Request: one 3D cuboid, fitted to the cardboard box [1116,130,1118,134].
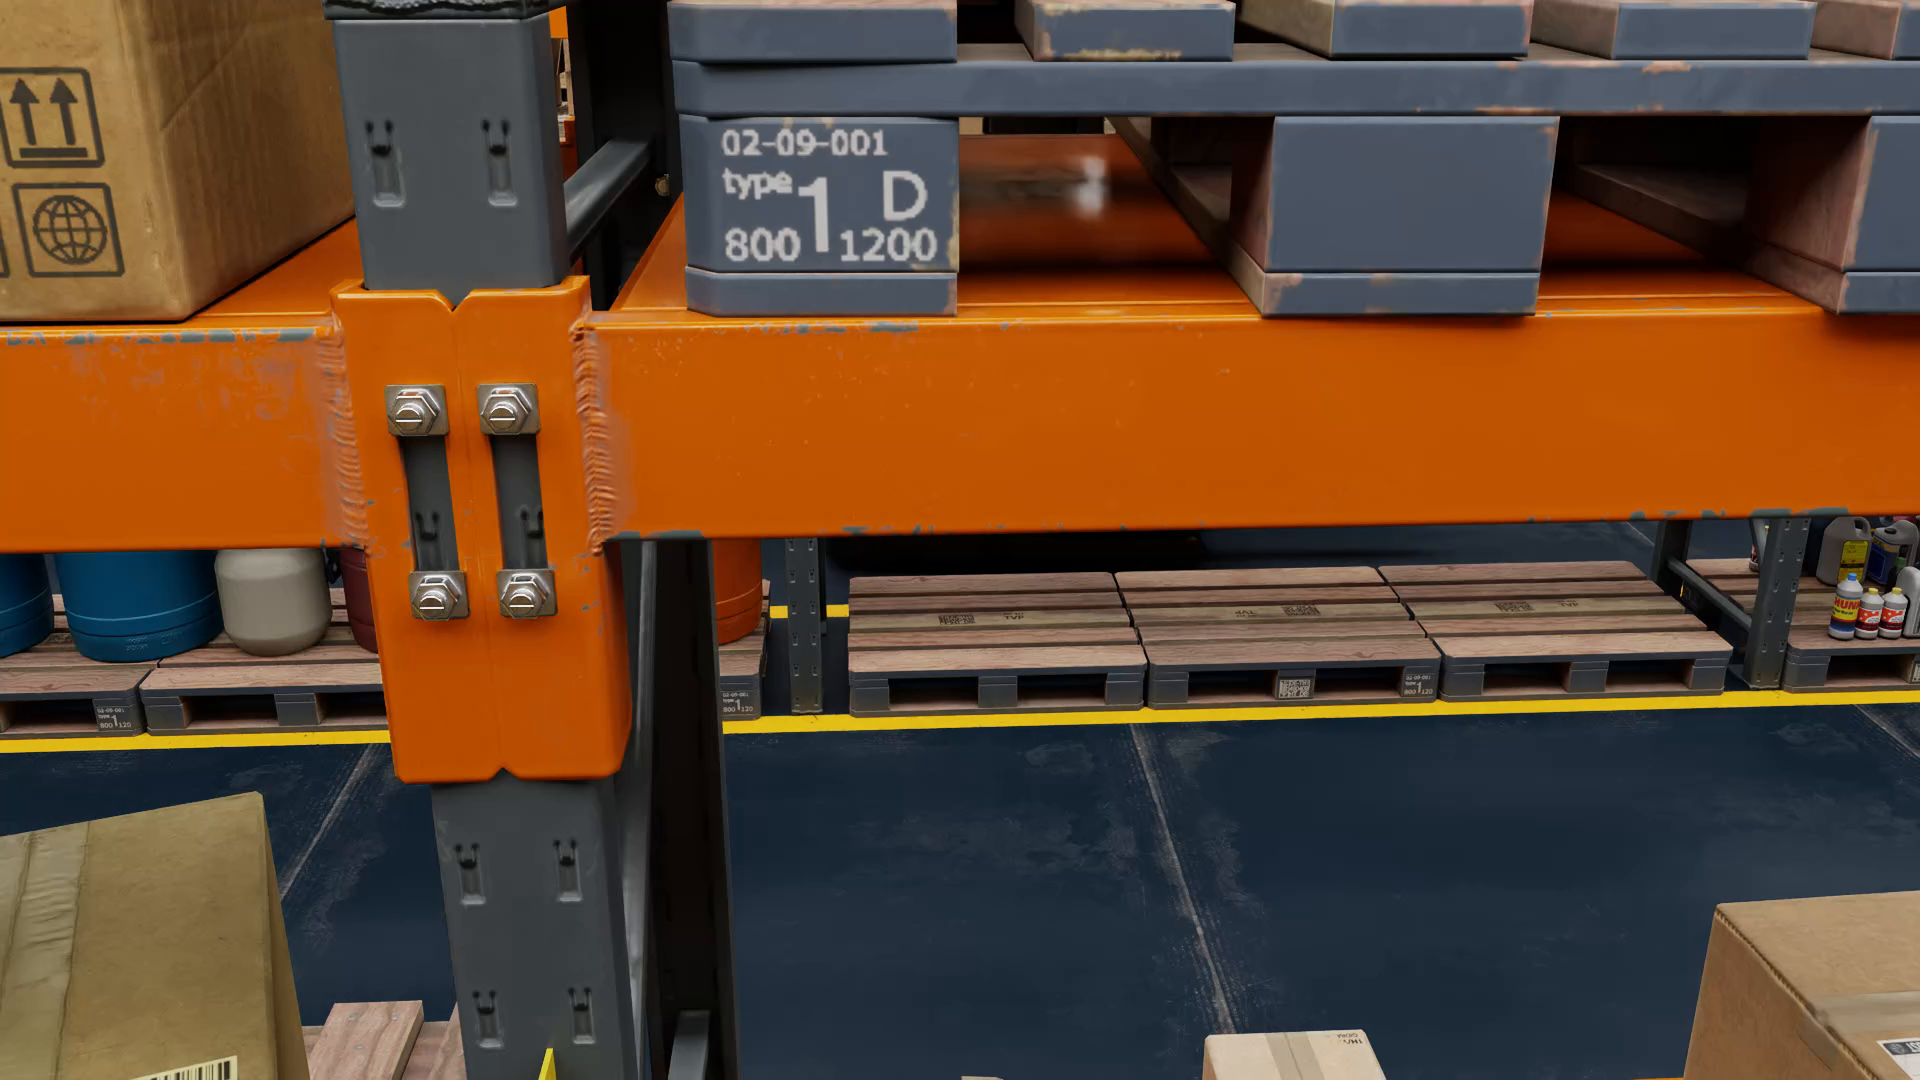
[{"bbox_3d":[1.336,-2.886,11.249,0.637,0.503,0.797,1,21,2],"label":"cardboard box"}]

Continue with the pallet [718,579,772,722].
[{"bbox_3d":[-1.434,0.466,7.101,1.213,0.211,1.003,-1,21,-3],"label":"pallet"}]

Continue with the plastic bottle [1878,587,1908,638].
[{"bbox_3d":[3.890,0.298,6.938,0.097,0.201,0.097,0,21,0],"label":"plastic bottle"}]

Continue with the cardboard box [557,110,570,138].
[{"bbox_3d":[-2.427,-2.557,10.980,0.500,0.500,0.500,-2,21,-5],"label":"cardboard box"}]

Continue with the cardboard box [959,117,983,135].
[{"bbox_3d":[0.156,-2.943,11.404,0.500,0.500,0.700,2,21,5],"label":"cardboard box"}]

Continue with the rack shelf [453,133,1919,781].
[{"bbox_3d":[1.626,-0.215,1.765,4.000,0.370,1.077,-1,21,-3],"label":"rack shelf"}]

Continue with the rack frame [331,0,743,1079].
[{"bbox_3d":[-0.371,0.891,2.064,0.127,3.000,1.000,-1,21,-3],"label":"rack frame"}]

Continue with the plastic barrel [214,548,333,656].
[{"bbox_3d":[-2.823,0.180,6.838,0.421,0.512,0.421,0,21,0],"label":"plastic barrel"}]

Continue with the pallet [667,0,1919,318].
[{"bbox_3d":[0.302,-0.468,1.684,1.003,0.211,1.213,0,21,-1],"label":"pallet"}]

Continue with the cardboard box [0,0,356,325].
[{"bbox_3d":[-0.804,-0.536,1.458,0.500,0.500,0.910,-1,21,-3],"label":"cardboard box"}]

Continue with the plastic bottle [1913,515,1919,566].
[{"bbox_3d":[4.484,-0.043,7.623,0.185,0.351,0.144,-1,21,-3],"label":"plastic bottle"}]

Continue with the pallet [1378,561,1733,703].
[{"bbox_3d":[2.562,0.383,7.318,1.213,0.211,1.003,-1,21,-3],"label":"pallet"}]

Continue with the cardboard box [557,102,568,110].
[{"bbox_3d":[-2.958,-2.729,11.432,0.500,0.500,0.500,-1,21,-3],"label":"cardboard box"}]

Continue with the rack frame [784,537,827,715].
[{"bbox_3d":[-0.650,-0.868,6.686,0.127,3.000,1.000,-1,21,-3],"label":"rack frame"}]

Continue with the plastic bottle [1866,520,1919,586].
[{"bbox_3d":[4.196,0.050,7.482,0.135,0.276,0.152,-1,21,-3],"label":"plastic bottle"}]

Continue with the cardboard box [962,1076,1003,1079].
[{"bbox_3d":[-0.005,0.941,2.059,0.500,0.311,0.500,0,21,0],"label":"cardboard box"}]

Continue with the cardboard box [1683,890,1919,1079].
[{"bbox_3d":[1.304,0.805,2.151,0.500,0.500,0.500,-2,21,-6],"label":"cardboard box"}]

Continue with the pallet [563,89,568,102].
[{"bbox_3d":[-3.089,-4.247,15.831,1.213,0.211,1.003,-1,21,-3],"label":"pallet"}]

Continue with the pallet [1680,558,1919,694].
[{"bbox_3d":[4.017,0.355,7.393,1.213,0.211,1.003,-1,21,-3],"label":"pallet"}]

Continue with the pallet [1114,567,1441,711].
[{"bbox_3d":[1.341,0.409,7.250,1.213,0.211,1.003,-1,21,-3],"label":"pallet"}]

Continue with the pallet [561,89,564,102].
[{"bbox_3d":[-4.337,-4.185,15.666,1.213,0.211,1.003,-1,21,-3],"label":"pallet"}]

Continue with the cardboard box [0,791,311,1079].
[{"bbox_3d":[-0.993,0.701,1.833,0.500,0.500,0.700,-8,22,-21],"label":"cardboard box"}]

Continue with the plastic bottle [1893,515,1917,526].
[{"bbox_3d":[4.322,-0.023,7.666,0.133,0.283,0.061,0,21,1],"label":"plastic bottle"}]

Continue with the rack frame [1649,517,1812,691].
[{"bbox_3d":[3.344,-0.950,6.899,0.127,3.000,1.000,-1,21,-3],"label":"rack frame"}]

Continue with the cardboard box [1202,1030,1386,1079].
[{"bbox_3d":[0.512,0.892,2.415,0.250,0.149,0.380,-1,21,-3],"label":"cardboard box"}]

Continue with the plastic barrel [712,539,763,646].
[{"bbox_3d":[-1.137,-0.034,6.956,0.708,0.830,0.600,-1,21,-3],"label":"plastic barrel"}]

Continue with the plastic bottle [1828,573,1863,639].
[{"bbox_3d":[3.687,0.269,6.915,0.097,0.271,0.097,0,21,0],"label":"plastic bottle"}]

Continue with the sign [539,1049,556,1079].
[{"bbox_3d":[-0.330,0.580,1.367,0.005,0.325,0.100,-1,21,-3],"label":"sign"}]

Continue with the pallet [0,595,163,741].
[{"bbox_3d":[-3.870,0.515,6.971,1.213,0.211,1.003,-1,21,-3],"label":"pallet"}]

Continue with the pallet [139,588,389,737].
[{"bbox_3d":[-2.649,0.489,7.039,1.213,0.211,1.003,-1,21,-3],"label":"pallet"}]

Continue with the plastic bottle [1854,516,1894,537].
[{"bbox_3d":[4.162,-0.037,7.606,0.185,0.351,0.144,-2,21,-6],"label":"plastic bottle"}]

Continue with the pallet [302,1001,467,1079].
[{"bbox_3d":[-1.043,1.020,1.997,1.003,0.211,1.213,-1,21,-3],"label":"pallet"}]

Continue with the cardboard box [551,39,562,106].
[{"bbox_3d":[-2.983,-3.106,11.013,0.637,0.503,0.797,0,21,-1],"label":"cardboard box"}]

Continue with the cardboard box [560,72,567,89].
[{"bbox_3d":[-3.657,-4.255,15.345,0.250,0.149,0.380,-2,21,-5],"label":"cardboard box"}]

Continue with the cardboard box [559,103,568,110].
[{"bbox_3d":[-2.459,-2.738,11.457,0.500,0.500,0.500,-2,21,-4],"label":"cardboard box"}]

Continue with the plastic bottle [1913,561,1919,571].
[{"bbox_3d":[4.165,0.163,7.083,0.185,0.351,0.144,-1,21,-3],"label":"plastic bottle"}]

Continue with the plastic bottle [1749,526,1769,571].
[{"bbox_3d":[3.688,0.034,7.629,0.097,0.201,0.097,0,21,0],"label":"plastic bottle"}]

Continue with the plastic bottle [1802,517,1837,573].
[{"bbox_3d":[3.970,-0.033,7.596,0.185,0.351,0.144,-2,21,-4],"label":"plastic bottle"}]

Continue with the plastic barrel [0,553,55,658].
[{"bbox_3d":[-4.099,-0.008,6.784,0.708,0.901,0.600,-1,21,-3],"label":"plastic barrel"}]

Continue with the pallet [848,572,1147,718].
[{"bbox_3d":[0.126,0.433,7.187,1.213,0.211,1.003,-1,21,-3],"label":"pallet"}]

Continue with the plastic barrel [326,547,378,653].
[{"bbox_3d":[-2.264,0.101,6.938,0.708,0.588,0.600,-1,21,-3],"label":"plastic barrel"}]

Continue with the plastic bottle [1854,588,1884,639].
[{"bbox_3d":[3.789,0.300,6.933,0.097,0.201,0.097,0,21,0],"label":"plastic bottle"}]

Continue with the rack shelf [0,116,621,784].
[{"bbox_3d":[-2.367,-0.134,1.552,4.000,0.370,1.077,-1,21,-3],"label":"rack shelf"}]

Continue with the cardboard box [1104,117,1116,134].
[{"bbox_3d":[0.754,-2.706,11.134,0.500,0.250,0.500,-2,21,-5],"label":"cardboard box"}]

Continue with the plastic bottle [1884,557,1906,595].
[{"bbox_3d":[4.002,0.209,7.055,0.133,0.283,0.061,-1,21,-3],"label":"plastic bottle"}]

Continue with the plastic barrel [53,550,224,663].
[{"bbox_3d":[-3.392,-0.022,6.822,0.708,0.901,0.600,-1,21,-3],"label":"plastic barrel"}]

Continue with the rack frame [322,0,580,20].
[{"bbox_3d":[-0.371,-1.912,0.997,0.127,3.000,1.000,-1,21,-3],"label":"rack frame"}]

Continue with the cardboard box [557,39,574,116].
[{"bbox_3d":[-2.314,-3.122,11.055,0.637,0.503,0.797,-1,21,-2],"label":"cardboard box"}]

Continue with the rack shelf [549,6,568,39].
[{"bbox_3d":[-2.646,-1.893,6.174,4.000,0.370,1.077,-1,21,-3],"label":"rack shelf"}]

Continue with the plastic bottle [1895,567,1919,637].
[{"bbox_3d":[4.008,0.251,6.957,0.135,0.276,0.152,0,21,-1],"label":"plastic bottle"}]

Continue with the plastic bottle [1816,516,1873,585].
[{"bbox_3d":[3.979,0.018,7.461,0.185,0.351,0.144,-1,21,-3],"label":"plastic bottle"}]

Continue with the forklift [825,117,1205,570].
[{"bbox_3d":[0.832,-1.411,8.208,3.031,2.935,1.130,-1,21,-1],"label":"forklift"}]
